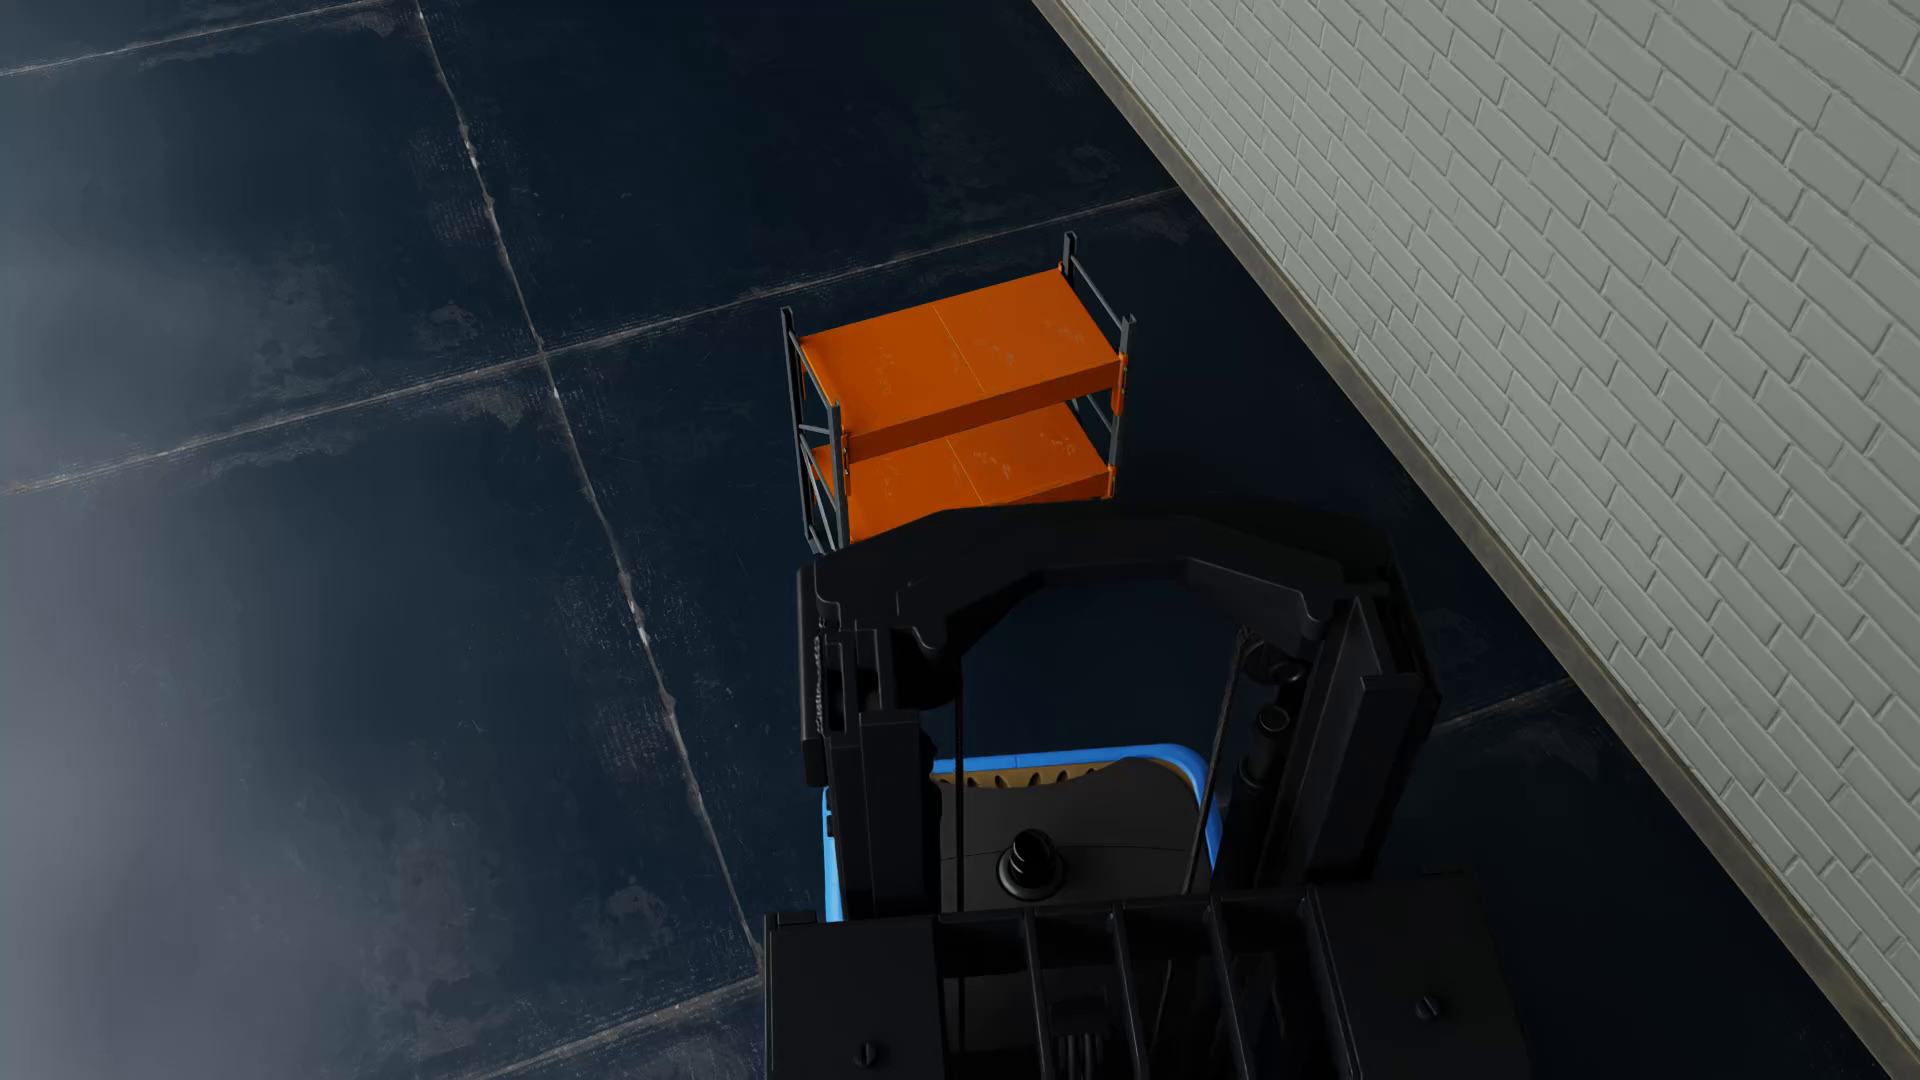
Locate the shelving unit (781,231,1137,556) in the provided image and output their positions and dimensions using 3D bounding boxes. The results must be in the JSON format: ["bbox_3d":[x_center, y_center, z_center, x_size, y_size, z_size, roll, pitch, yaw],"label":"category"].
[{"bbox_3d":[-0.006,-0.365,5.822,1.048,1.125,0.538,-17,52,-14],"label":"shelving unit"}]

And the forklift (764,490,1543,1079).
[{"bbox_3d":[0.272,1.424,3.095,1.130,2.935,3.031,-4,49,-3],"label":"forklift"}]

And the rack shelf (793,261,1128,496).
[{"bbox_3d":[-0.006,-0.555,5.600,1.000,0.278,0.538,-17,52,-14],"label":"rack shelf"}]

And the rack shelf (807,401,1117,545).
[{"bbox_3d":[-0.006,-0.205,6.007,1.000,0.278,0.538,-17,52,-14],"label":"rack shelf"}]

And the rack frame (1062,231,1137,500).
[{"bbox_3d":[0.464,-0.510,5.947,0.032,1.125,0.500,-17,52,-14],"label":"rack frame"}]

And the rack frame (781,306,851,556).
[{"bbox_3d":[-0.477,-0.219,5.696,0.032,1.125,0.500,-17,52,-14],"label":"rack frame"}]
